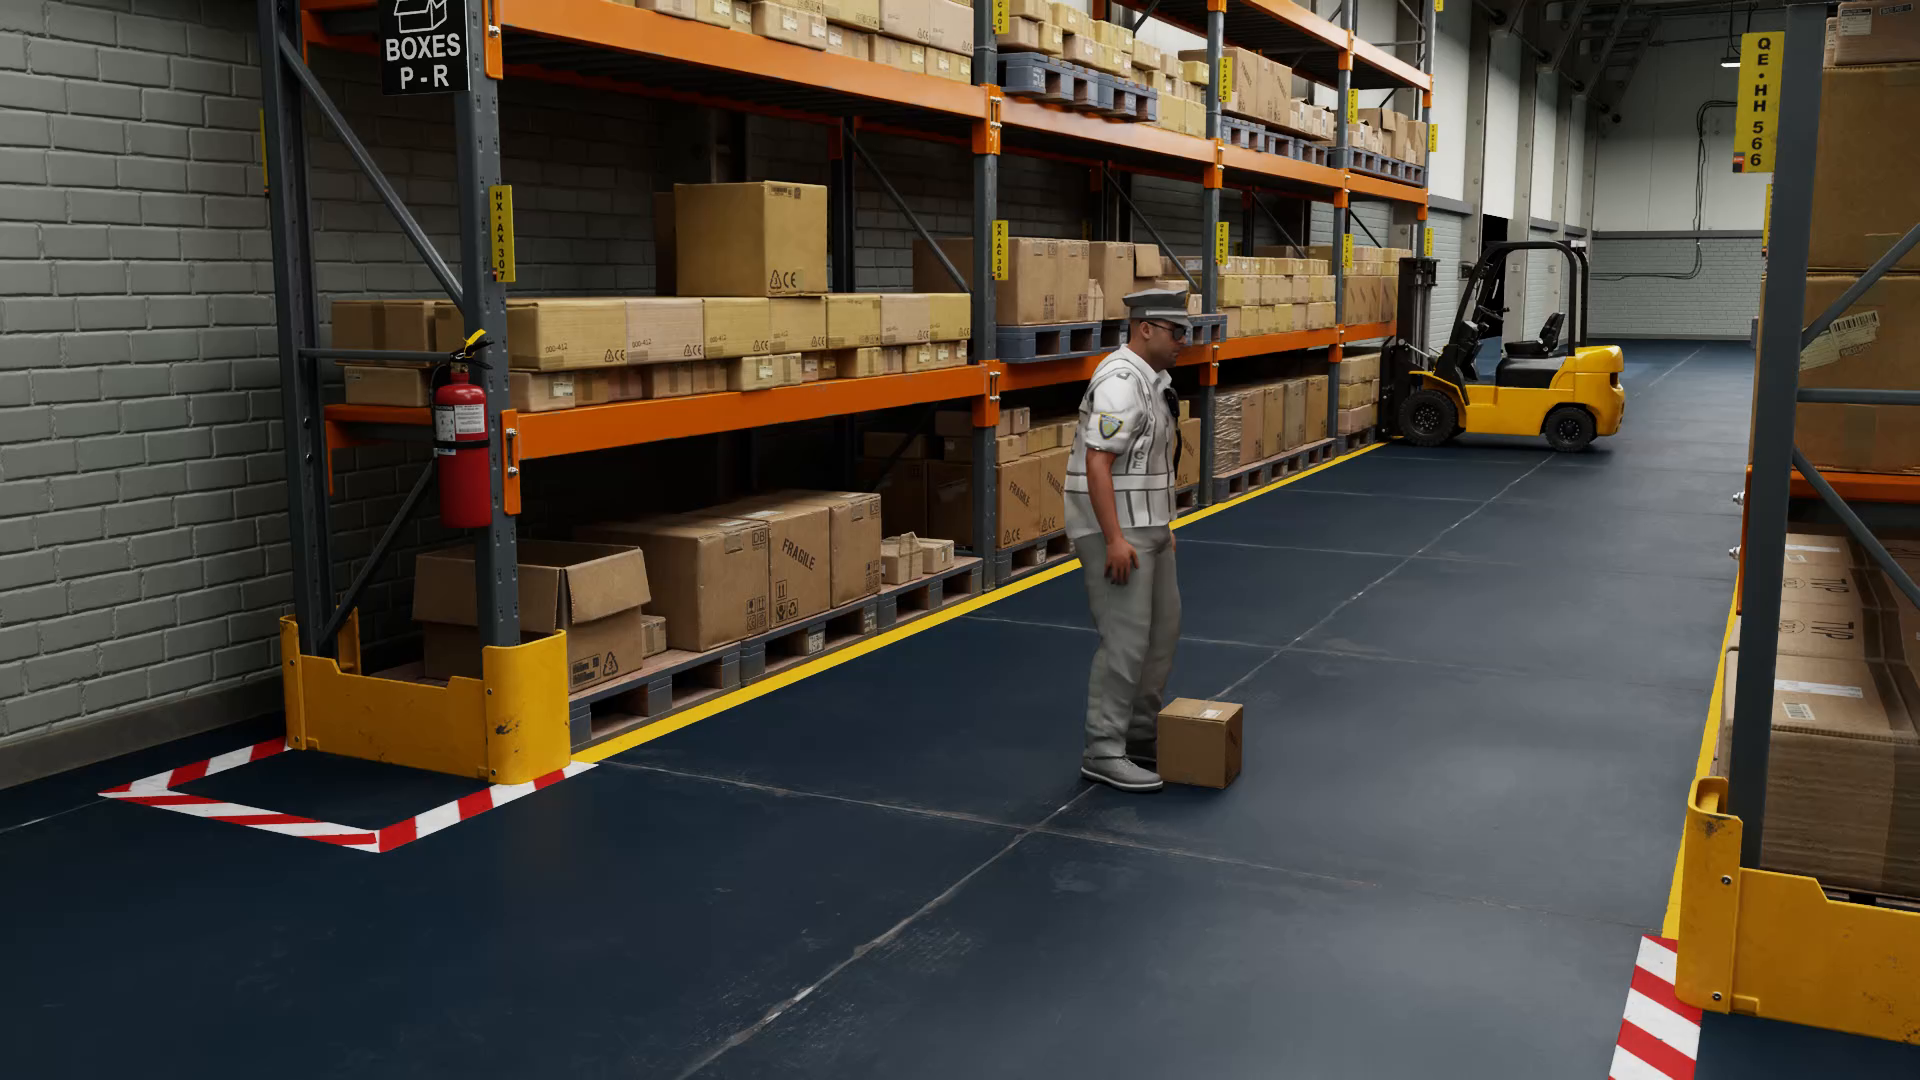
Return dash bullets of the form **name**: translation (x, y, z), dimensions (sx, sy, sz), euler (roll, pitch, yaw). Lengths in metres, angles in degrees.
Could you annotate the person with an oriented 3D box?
- **person**: translation (0.628, -0.024, 5.994), dimensions (0.475, 1.747, 0.584), euler (4, 10, 24)
